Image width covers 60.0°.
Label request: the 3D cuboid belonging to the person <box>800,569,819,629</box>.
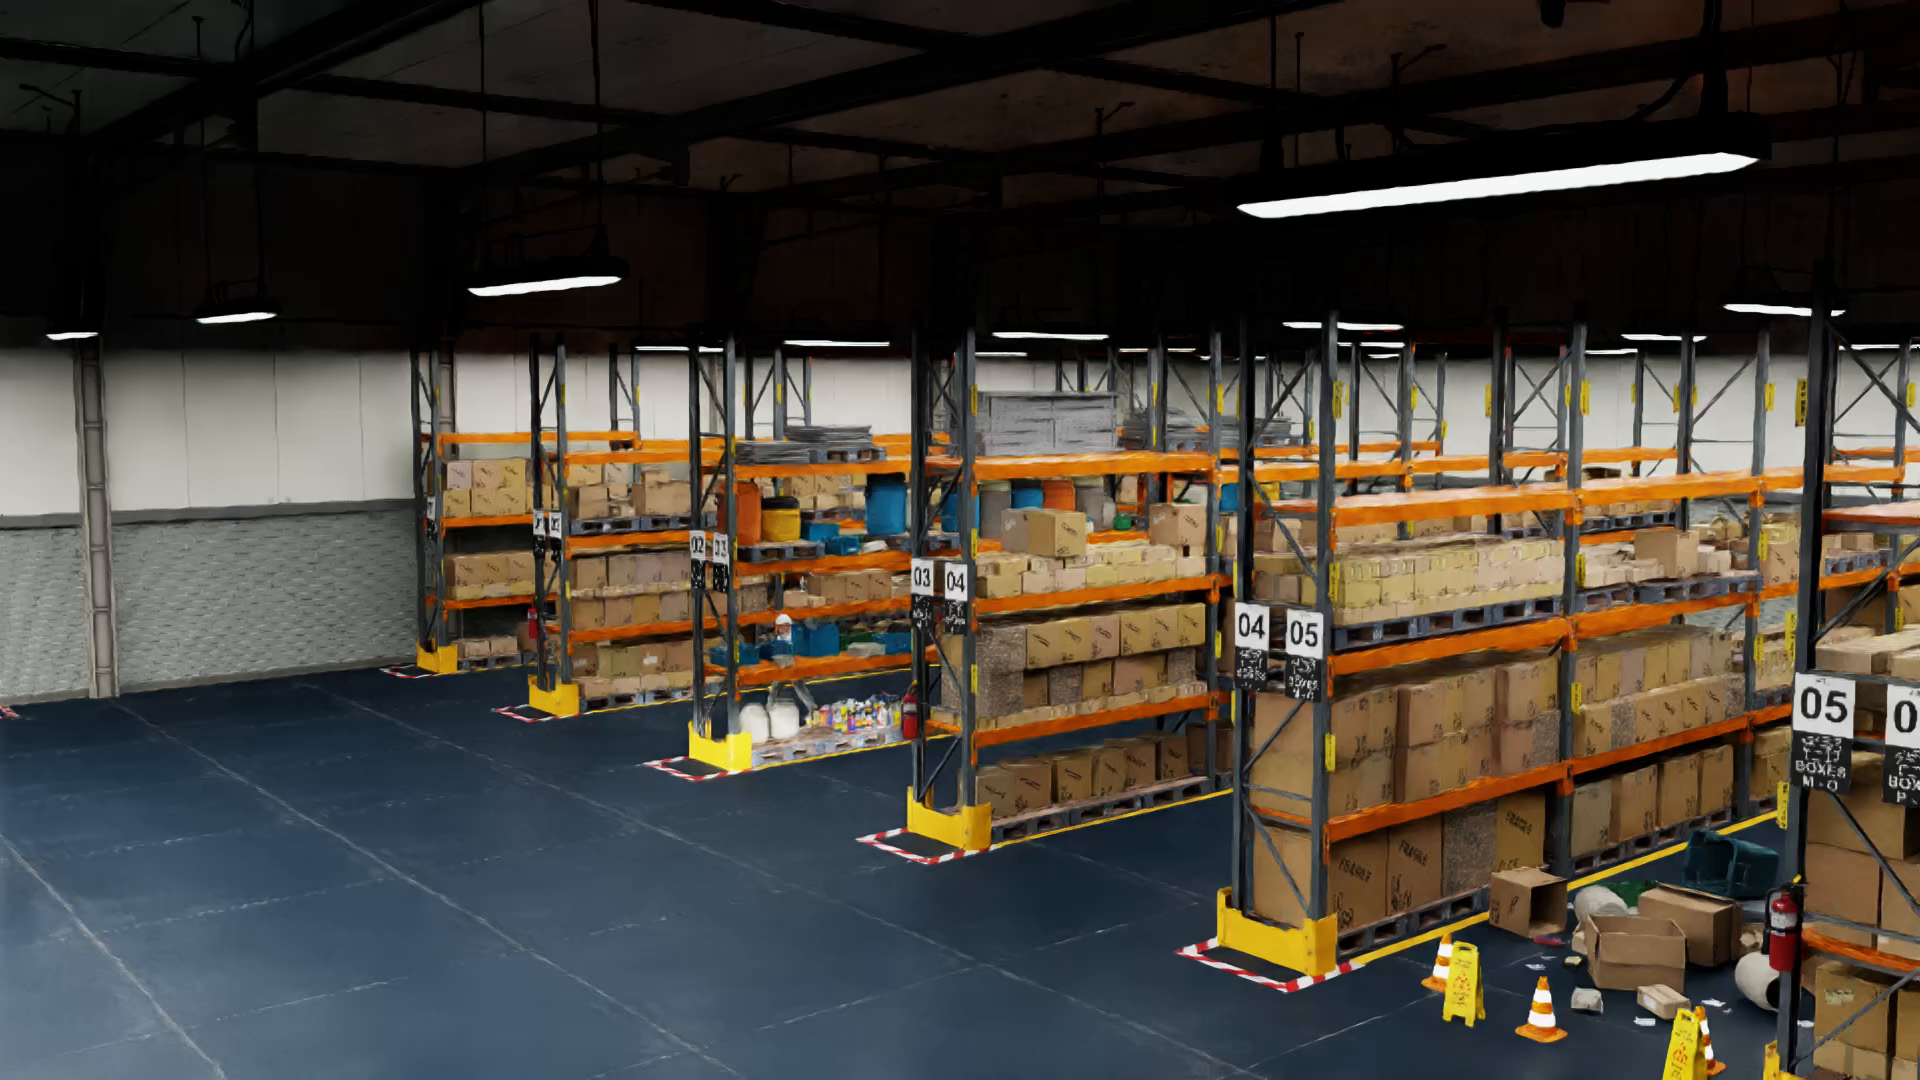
[{"bbox_3d":[-2.915,1.289,32.758,0.884,1.705,0.712,-4,6,-34],"label":"person"}]

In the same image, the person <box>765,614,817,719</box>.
[{"bbox_3d":[-2.630,1.963,25.352,1.119,1.700,0.543,-5,7,-41],"label":"person"}]
